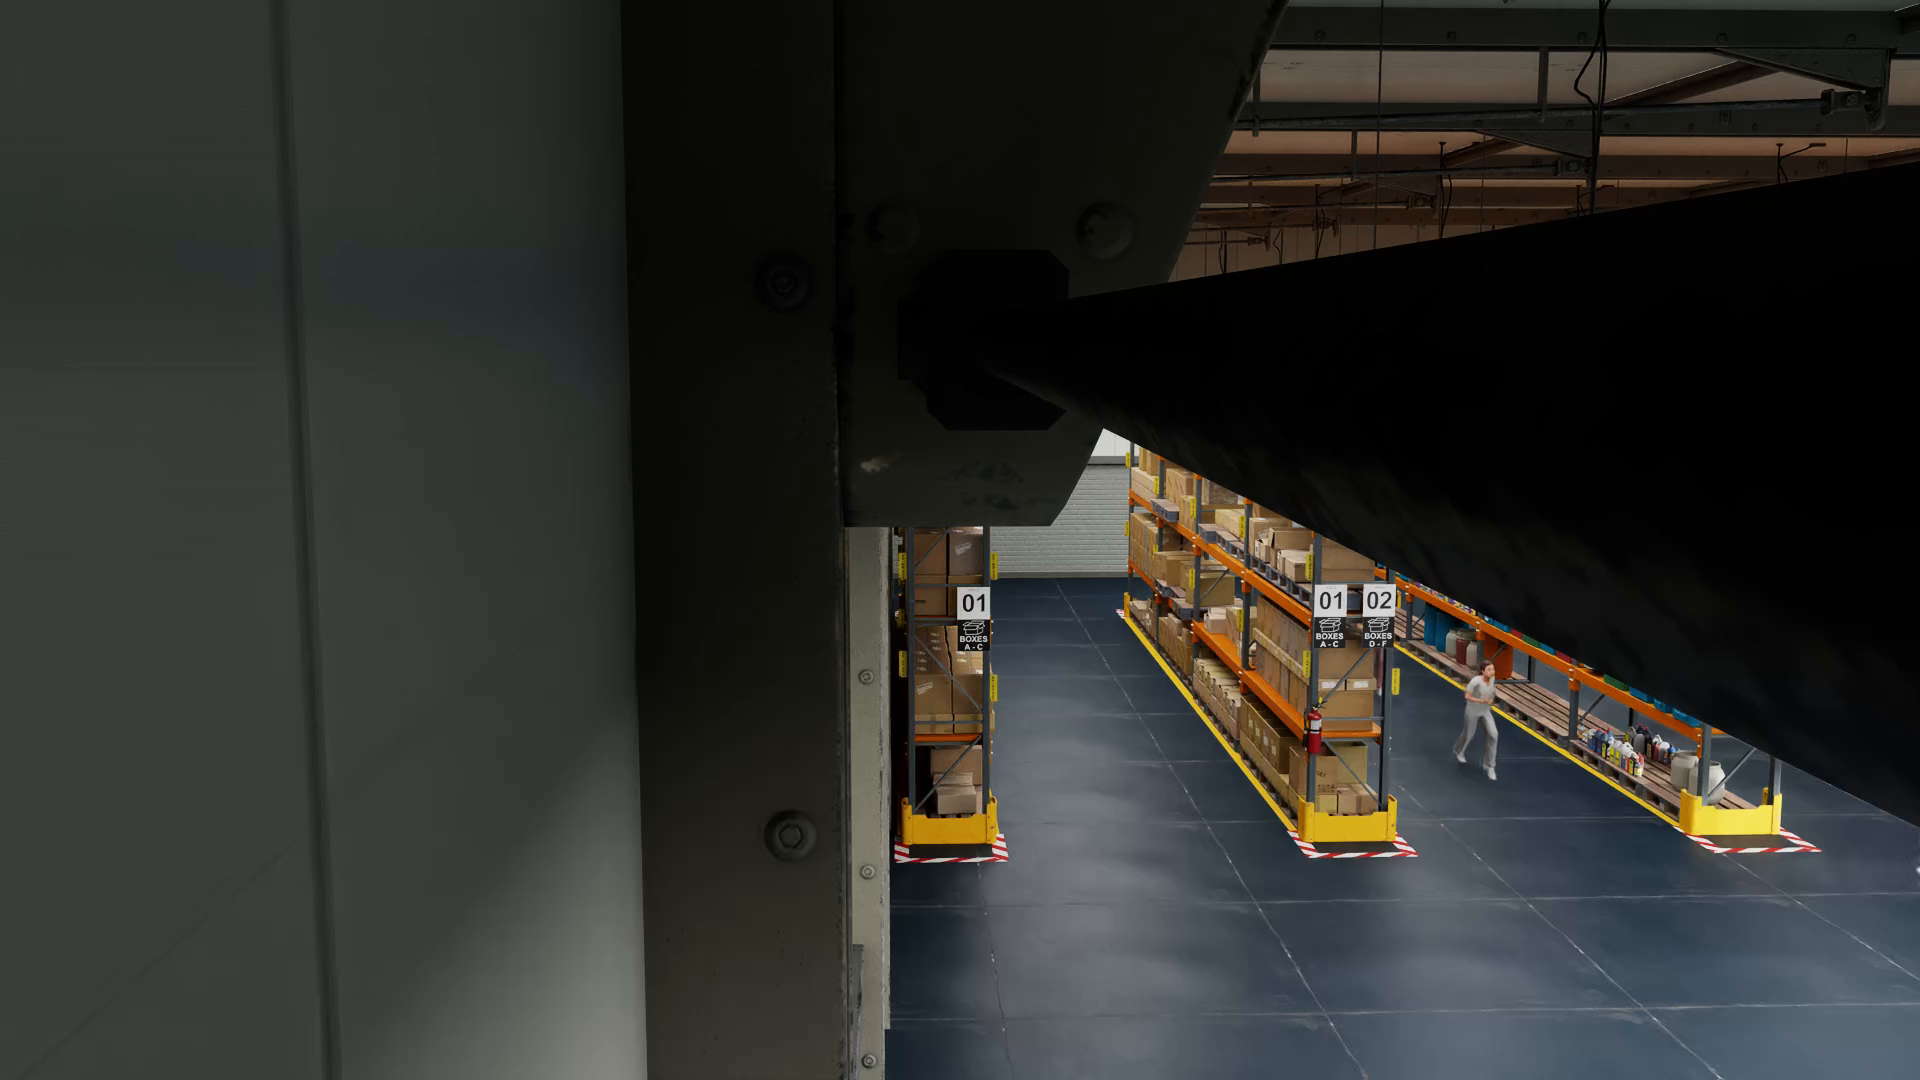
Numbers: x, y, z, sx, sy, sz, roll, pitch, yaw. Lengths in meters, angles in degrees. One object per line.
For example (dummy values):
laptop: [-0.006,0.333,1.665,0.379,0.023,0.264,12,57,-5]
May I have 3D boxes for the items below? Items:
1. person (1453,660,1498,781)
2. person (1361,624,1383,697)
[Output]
person: [7.345,2.498,23.683,0.567,1.671,1.012,-2,8,-14]
person: [7.237,1.823,28.874,0.601,1.661,0.954,-1,7,-11]
